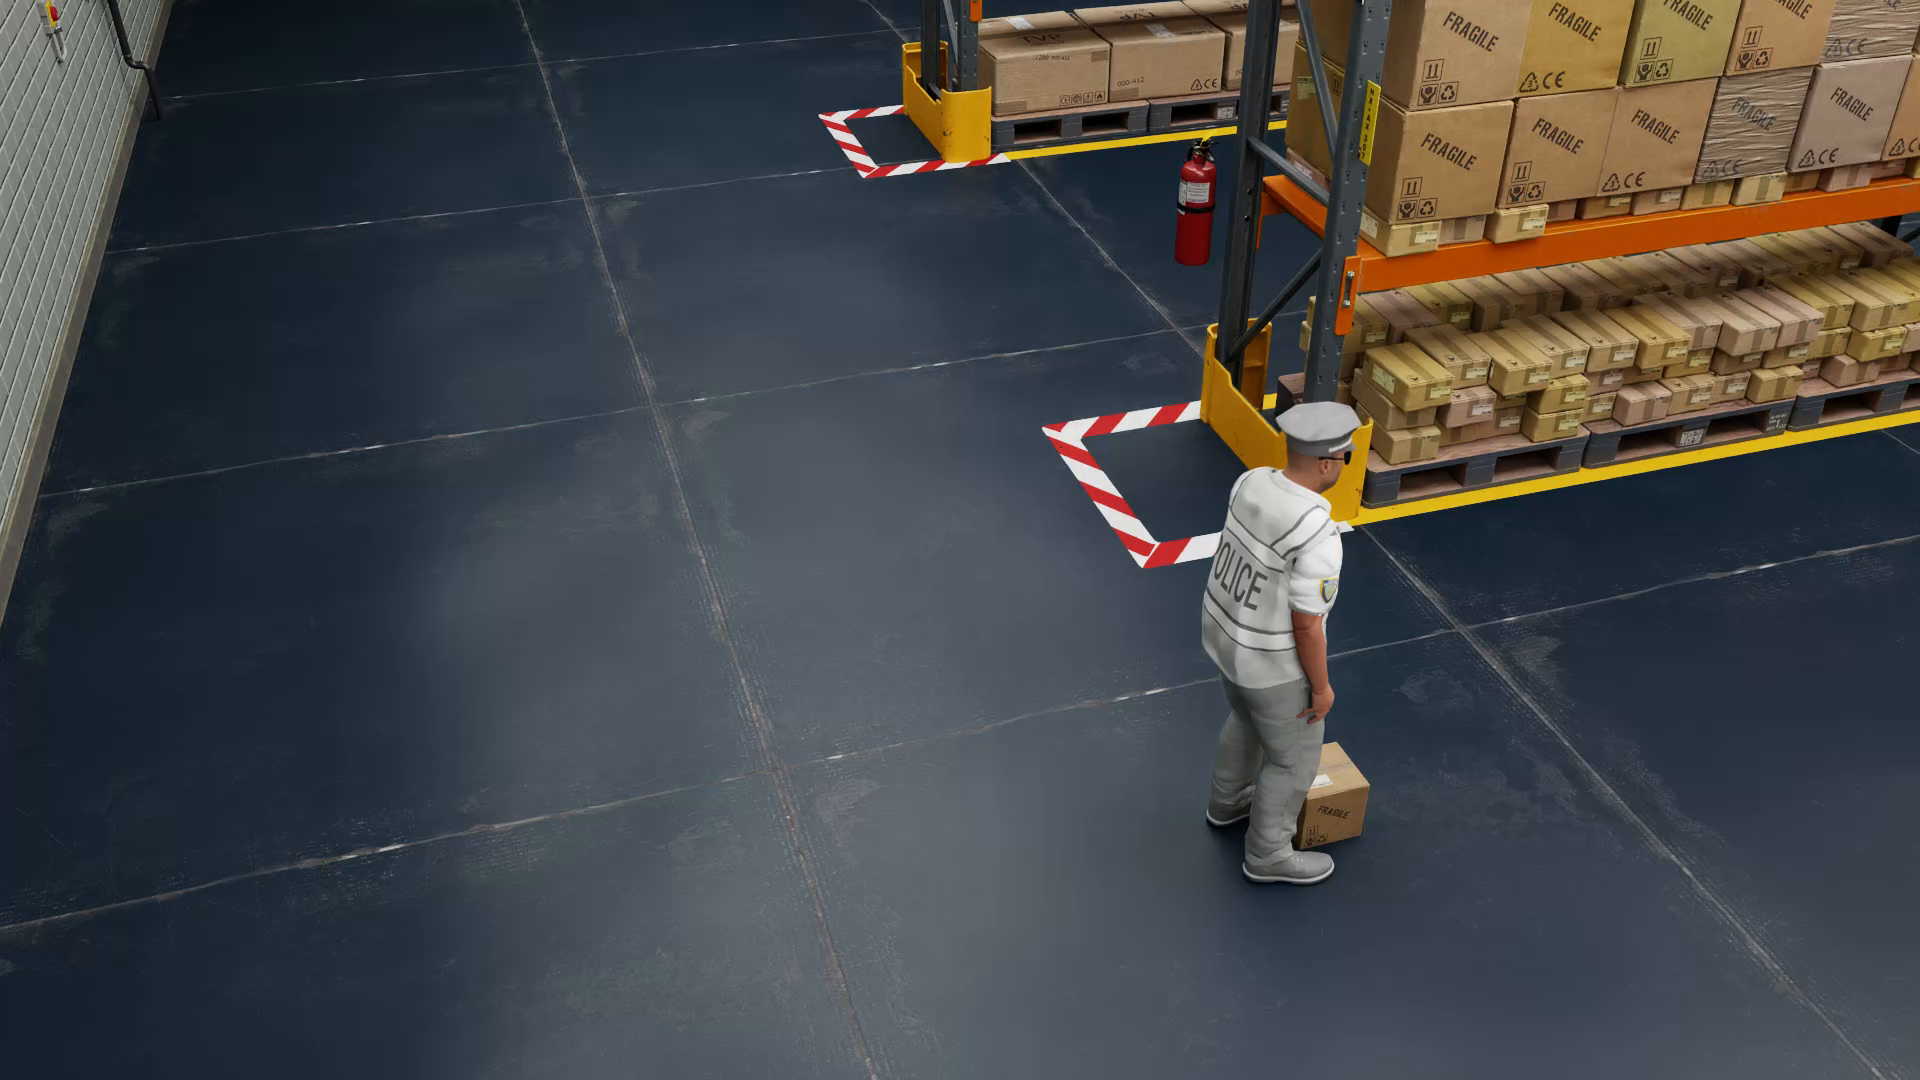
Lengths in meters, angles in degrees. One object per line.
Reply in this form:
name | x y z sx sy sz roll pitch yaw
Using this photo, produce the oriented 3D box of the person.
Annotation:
person | 1.053 0.361 5.594 0.446 1.746 0.588 -11 35 -17
